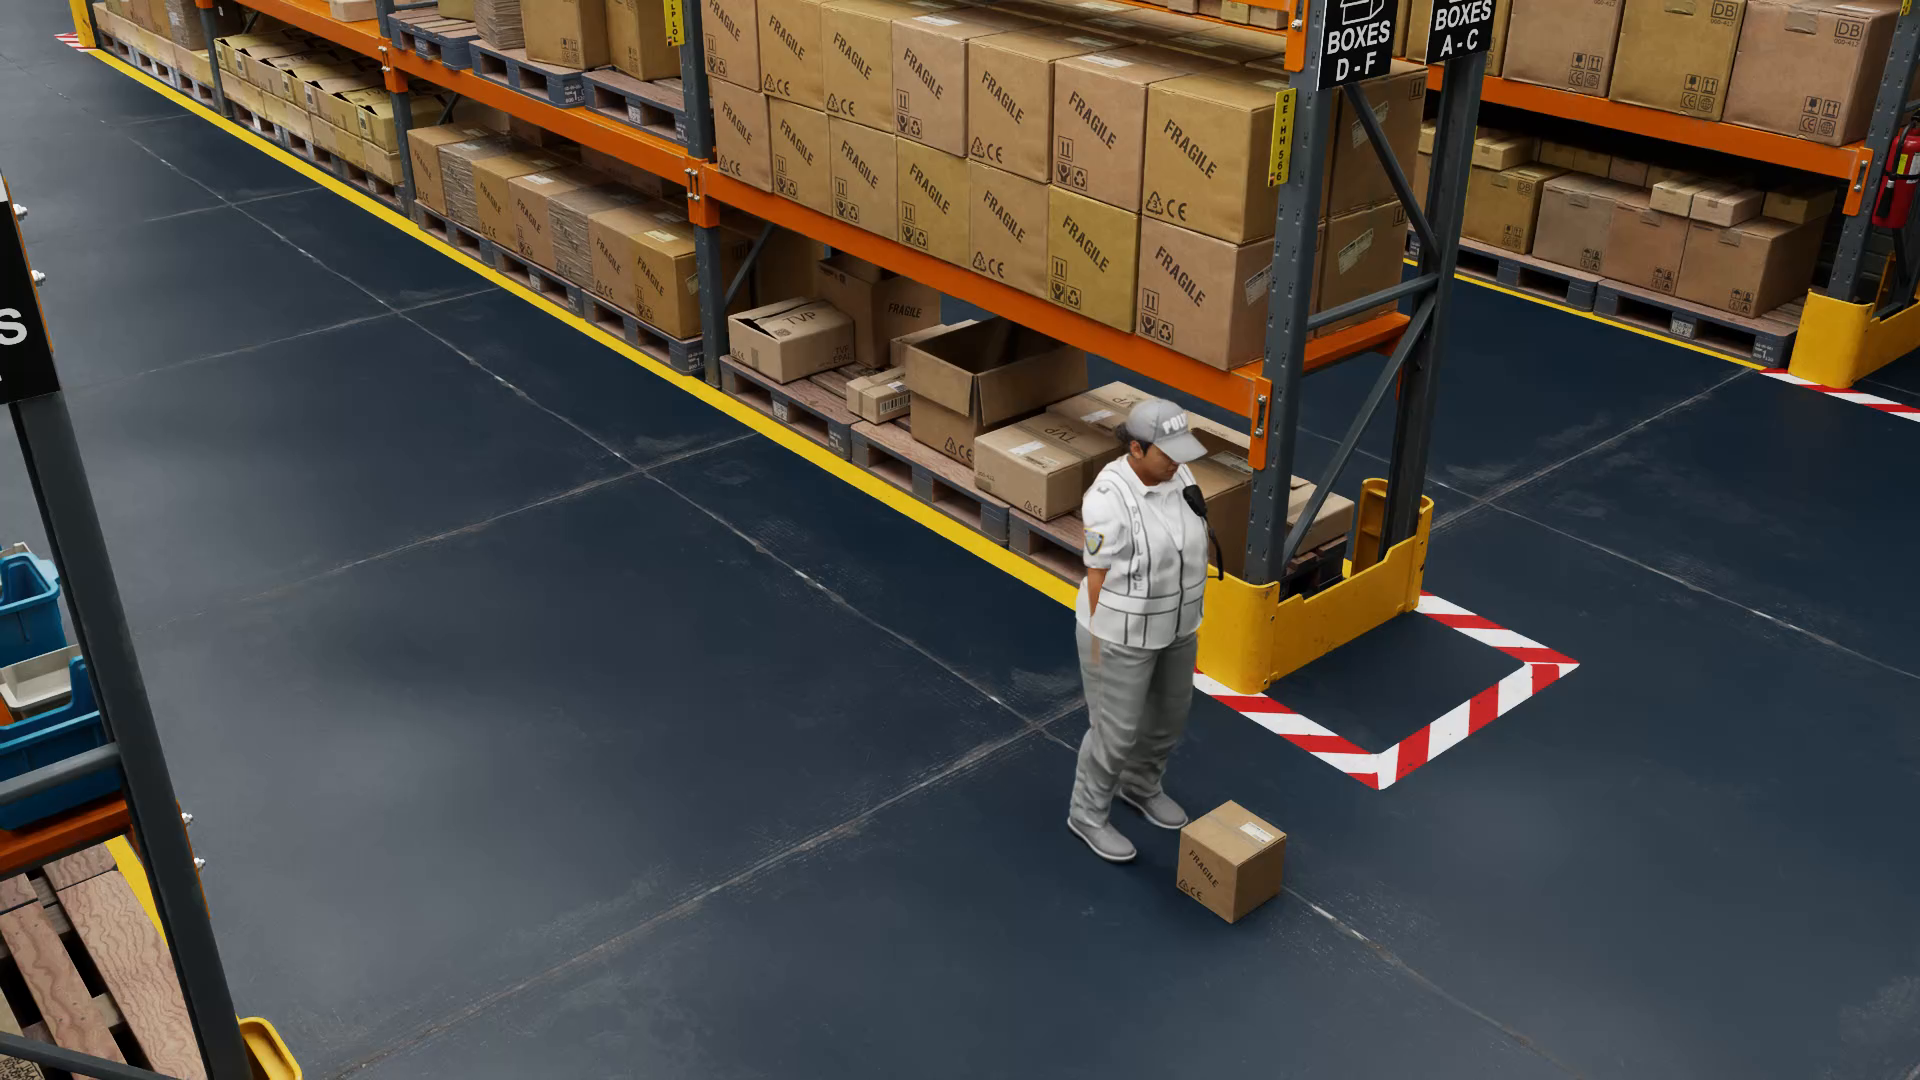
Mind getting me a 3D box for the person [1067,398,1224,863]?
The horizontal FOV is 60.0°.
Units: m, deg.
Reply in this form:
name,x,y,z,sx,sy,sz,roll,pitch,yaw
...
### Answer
name,x,y,z,sx,sy,sz,roll,pitch,yaw
person,0.622,0.294,5.587,0.469,1.659,0.389,-21,35,-34
